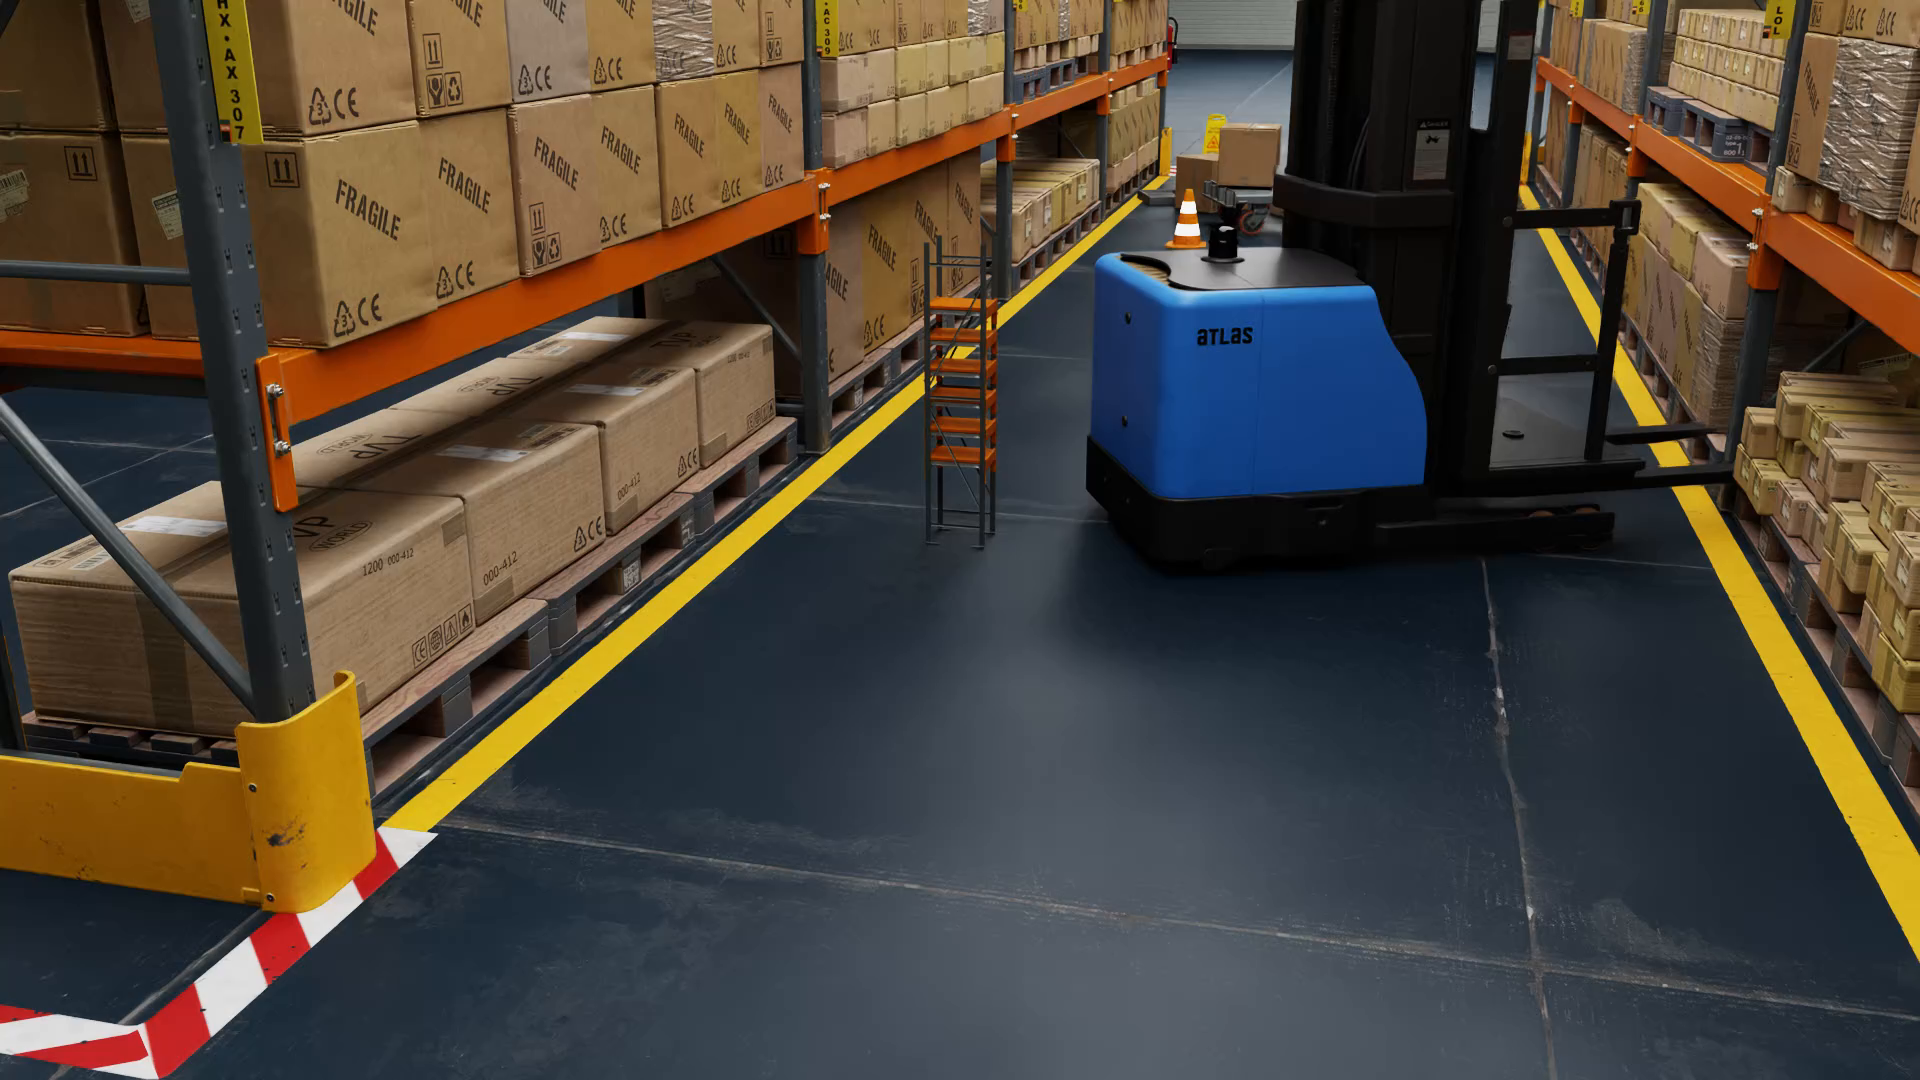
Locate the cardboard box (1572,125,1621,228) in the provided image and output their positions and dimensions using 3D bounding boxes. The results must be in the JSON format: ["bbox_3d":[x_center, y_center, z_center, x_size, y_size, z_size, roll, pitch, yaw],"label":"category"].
[{"bbox_3d":[5.597,-2.949,13.513,1.050,0.750,0.750,5,19,13],"label":"cardboard box"}]

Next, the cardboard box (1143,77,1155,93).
[{"bbox_3d":[1.847,-4.797,17.533,0.380,0.149,0.250,5,20,15],"label":"cardboard box"}]

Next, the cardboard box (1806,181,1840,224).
[{"bbox_3d":[3.330,-1.241,6.068,0.380,0.149,0.250,5,20,15],"label":"cardboard box"}]

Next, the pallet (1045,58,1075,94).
[{"bbox_3d":[0.304,-3.655,13.046,1.003,0.211,1.213,5,19,13],"label":"pallet"}]

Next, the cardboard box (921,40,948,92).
[{"bbox_3d":[-0.366,-2.630,9.207,0.500,0.250,0.500,4,19,12],"label":"cardboard box"}]

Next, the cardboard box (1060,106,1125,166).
[{"bbox_3d":[1.243,-3.792,15.594,0.500,0.500,0.500,6,20,16],"label":"cardboard box"}]

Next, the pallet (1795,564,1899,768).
[{"bbox_3d":[3.281,0.407,5.170,1.003,0.211,1.213,5,19,13],"label":"pallet"}]

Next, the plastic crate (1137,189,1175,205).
[{"bbox_3d":[2.016,-3.422,16.582,0.402,0.080,0.583,-2,19,-6],"label":"plastic crate"}]

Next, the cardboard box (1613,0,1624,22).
[{"bbox_3d":[5.423,-4.220,12.700,0.700,0.500,0.500,4,19,12],"label":"cardboard box"}]

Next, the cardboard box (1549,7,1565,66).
[{"bbox_3d":[6.221,-4.882,16.108,0.875,0.550,0.550,5,19,13],"label":"cardboard box"}]

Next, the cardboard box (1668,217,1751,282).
[{"bbox_3d":[3.898,-1.460,8.380,0.500,0.250,0.500,4,19,11],"label":"cardboard box"}]

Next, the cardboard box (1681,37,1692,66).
[{"bbox_3d":[4.308,-2.763,9.415,0.380,0.149,0.250,6,20,16],"label":"cardboard box"}]

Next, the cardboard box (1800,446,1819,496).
[{"bbox_3d":[3.309,-0.246,6.068,0.380,0.149,0.250,5,19,13],"label":"cardboard box"}]

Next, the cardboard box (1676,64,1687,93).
[{"bbox_3d":[4.314,-2.635,9.500,0.380,0.149,0.250,6,20,16],"label":"cardboard box"}]

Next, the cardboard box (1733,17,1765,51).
[{"bbox_3d":[3.935,-2.421,7.952,0.380,0.149,0.250,4,19,11],"label":"cardboard box"}]

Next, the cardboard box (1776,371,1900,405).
[{"bbox_3d":[3.422,-0.549,6.495,0.380,0.149,0.250,5,20,16],"label":"cardboard box"}]

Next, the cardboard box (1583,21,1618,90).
[{"bbox_3d":[5.150,-3.762,12.908,0.500,0.500,0.500,5,19,14],"label":"cardboard box"}]

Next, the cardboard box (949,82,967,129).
[{"bbox_3d":[-0.260,-2.555,9.758,0.500,0.250,0.500,4,19,13],"label":"cardboard box"}]

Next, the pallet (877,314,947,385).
[{"bbox_3d":[-0.706,-1.181,9.817,1.003,0.211,1.213,5,19,13],"label":"pallet"}]

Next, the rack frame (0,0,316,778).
[{"bbox_3d":[-2.095,-0.615,3.848,1.000,3.000,0.127,5,19,13],"label":"rack frame"}]

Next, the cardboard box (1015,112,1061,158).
[{"bbox_3d":[0.722,-3.835,15.720,0.500,0.500,0.500,4,19,13],"label":"cardboard box"}]

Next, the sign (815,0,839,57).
[{"bbox_3d":[-0.579,-2.273,7.239,0.100,0.325,0.005,5,19,13],"label":"sign"}]

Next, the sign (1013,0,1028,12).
[{"bbox_3d":[0.399,-3.628,10.876,0.100,0.325,0.005,5,19,13],"label":"sign"}]

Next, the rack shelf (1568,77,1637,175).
[{"bbox_3d":[5.173,-3.050,12.089,1.077,0.370,4.000,5,19,13],"label":"rack shelf"}]

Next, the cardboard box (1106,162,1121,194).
[{"bbox_3d":[1.243,-3.437,15.715,0.500,0.250,0.500,4,19,11],"label":"cardboard box"}]

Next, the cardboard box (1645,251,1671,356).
[{"bbox_3d":[4.024,-1.258,8.949,0.500,0.500,0.500,4,19,12],"label":"cardboard box"}]

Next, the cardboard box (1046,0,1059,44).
[{"bbox_3d":[0.438,-3.963,12.385,0.500,0.500,0.500,5,19,14],"label":"cardboard box"}]

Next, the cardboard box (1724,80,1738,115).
[{"bbox_3d":[3.928,-2.138,8.046,0.380,0.149,0.250,6,20,16],"label":"cardboard box"}]

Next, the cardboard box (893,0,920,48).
[{"bbox_3d":[-0.509,-2.823,8.611,0.500,0.500,0.500,4,19,12],"label":"cardboard box"}]

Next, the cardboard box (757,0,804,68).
[{"bbox_3d":[-0.965,-2.220,6.844,0.500,0.500,0.500,4,19,13],"label":"cardboard box"}]

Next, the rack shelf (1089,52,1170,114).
[{"bbox_3d":[1.326,-4.663,16.811,1.077,0.370,4.000,5,19,13],"label":"rack shelf"}]

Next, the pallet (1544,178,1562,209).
[{"bbox_3d":[6.220,-3.313,16.061,1.003,0.211,1.213,5,19,13],"label":"pallet"}]

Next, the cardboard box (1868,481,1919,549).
[{"bbox_3d":[3.016,-0.061,5.067,0.380,0.149,0.250,5,19,14],"label":"cardboard box"}]

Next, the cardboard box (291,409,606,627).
[{"bbox_3d":[-1.815,-0.104,5.664,0.875,0.438,0.875,5,20,15],"label":"cardboard box"}]

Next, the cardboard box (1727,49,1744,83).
[{"bbox_3d":[3.932,-2.284,8.012,0.380,0.149,0.250,5,19,14],"label":"cardboard box"}]

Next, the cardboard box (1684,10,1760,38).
[{"bbox_3d":[4.321,-2.911,9.387,0.380,0.149,0.250,4,19,12],"label":"cardboard box"}]

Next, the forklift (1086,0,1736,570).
[{"bbox_3d":[2.108,-1.497,6.537,3.031,2.935,1.130,-4,19,-11],"label":"forklift"}]

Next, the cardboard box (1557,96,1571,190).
[{"bbox_3d":[6.100,-3.685,15.472,0.875,0.875,0.875,5,19,14],"label":"cardboard box"}]

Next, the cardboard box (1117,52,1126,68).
[{"bbox_3d":[1.366,-4.574,15.828,0.380,0.149,0.250,5,20,15],"label":"cardboard box"}]

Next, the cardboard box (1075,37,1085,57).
[{"bbox_3d":[0.811,-4.028,13.579,0.380,0.149,0.250,5,19,14],"label":"cardboard box"}]

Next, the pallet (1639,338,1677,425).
[{"bbox_3d":[4.192,-0.818,8.755,1.003,0.211,1.213,5,19,13],"label":"pallet"}]

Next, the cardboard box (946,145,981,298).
[{"bbox_3d":[-0.389,-2.106,10.850,0.875,0.875,0.875,4,19,13],"label":"cardboard box"}]

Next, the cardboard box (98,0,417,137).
[{"bbox_3d":[-1.701,-1.263,4.044,0.500,0.500,0.500,4,19,12],"label":"cardboard box"}]

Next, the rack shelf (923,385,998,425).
[{"bbox_3d":[0.004,-0.530,6.521,0.258,0.103,0.180,5,19,13],"label":"rack shelf"}]

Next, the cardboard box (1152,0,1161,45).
[{"bbox_3d":[1.822,-5.470,17.445,0.500,0.500,0.500,5,19,14],"label":"cardboard box"}]

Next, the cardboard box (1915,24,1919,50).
[{"bbox_3d":[2.969,-1.569,4.478,0.500,0.500,0.500,4,19,11],"label":"cardboard box"}]

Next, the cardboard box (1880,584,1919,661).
[{"bbox_3d":[2.821,0.239,4.646,0.380,0.149,0.250,5,19,14],"label":"cardboard box"}]

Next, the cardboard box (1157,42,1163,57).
[{"bbox_3d":[1.976,-5.289,17.920,0.380,0.149,0.250,4,19,13],"label":"cardboard box"}]

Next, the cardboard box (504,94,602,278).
[{"bbox_3d":[-1.461,-1.109,5.139,0.500,0.500,0.500,5,19,13],"label":"cardboard box"}]

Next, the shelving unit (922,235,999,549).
[{"bbox_3d":[0.004,-0.572,6.507,0.258,1.200,0.189,5,19,13],"label":"shelving unit"}]
